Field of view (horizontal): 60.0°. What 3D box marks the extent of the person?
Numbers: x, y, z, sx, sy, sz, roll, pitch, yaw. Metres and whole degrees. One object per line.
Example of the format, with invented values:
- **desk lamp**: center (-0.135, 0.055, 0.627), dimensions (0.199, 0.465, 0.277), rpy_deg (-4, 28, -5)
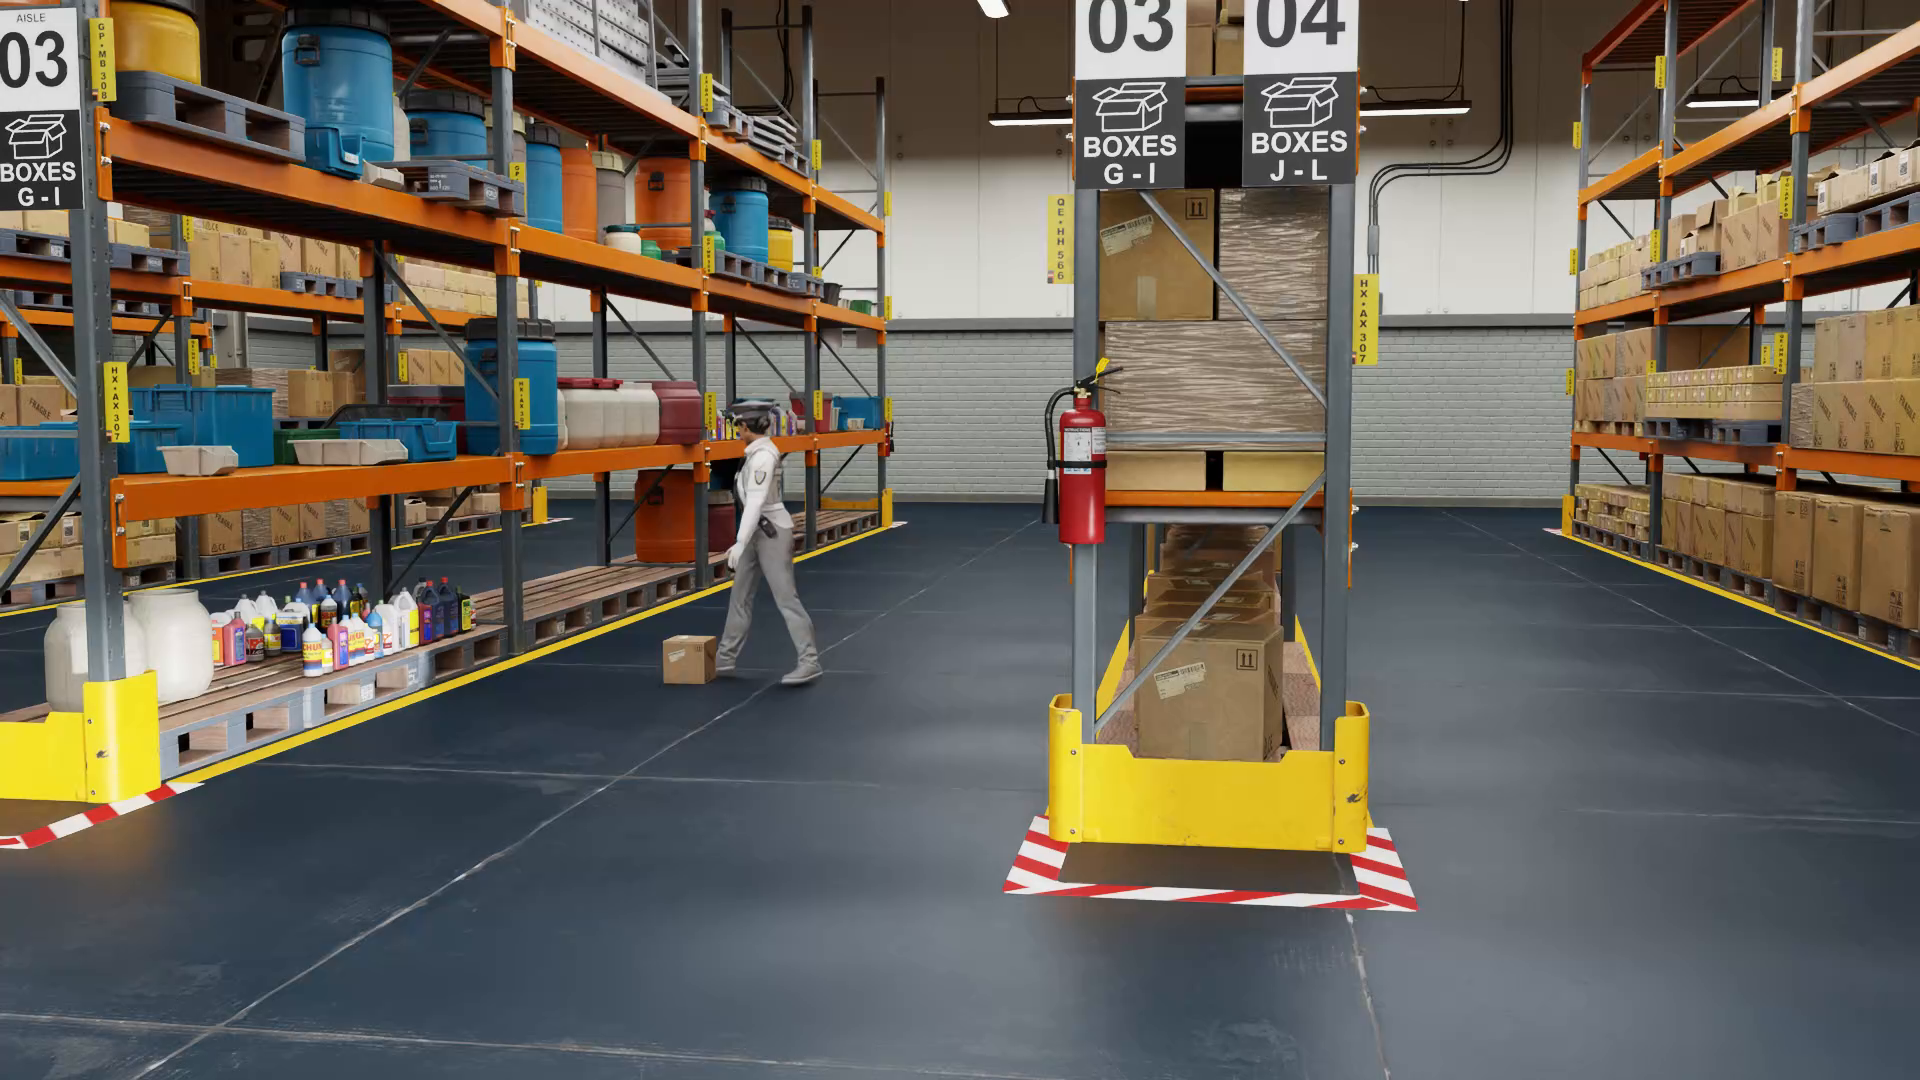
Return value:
- **person**: center (-1.208, 0.002, 9.748), dimensions (0.754, 1.640, 0.600), rpy_deg (-1, 5, -14)
